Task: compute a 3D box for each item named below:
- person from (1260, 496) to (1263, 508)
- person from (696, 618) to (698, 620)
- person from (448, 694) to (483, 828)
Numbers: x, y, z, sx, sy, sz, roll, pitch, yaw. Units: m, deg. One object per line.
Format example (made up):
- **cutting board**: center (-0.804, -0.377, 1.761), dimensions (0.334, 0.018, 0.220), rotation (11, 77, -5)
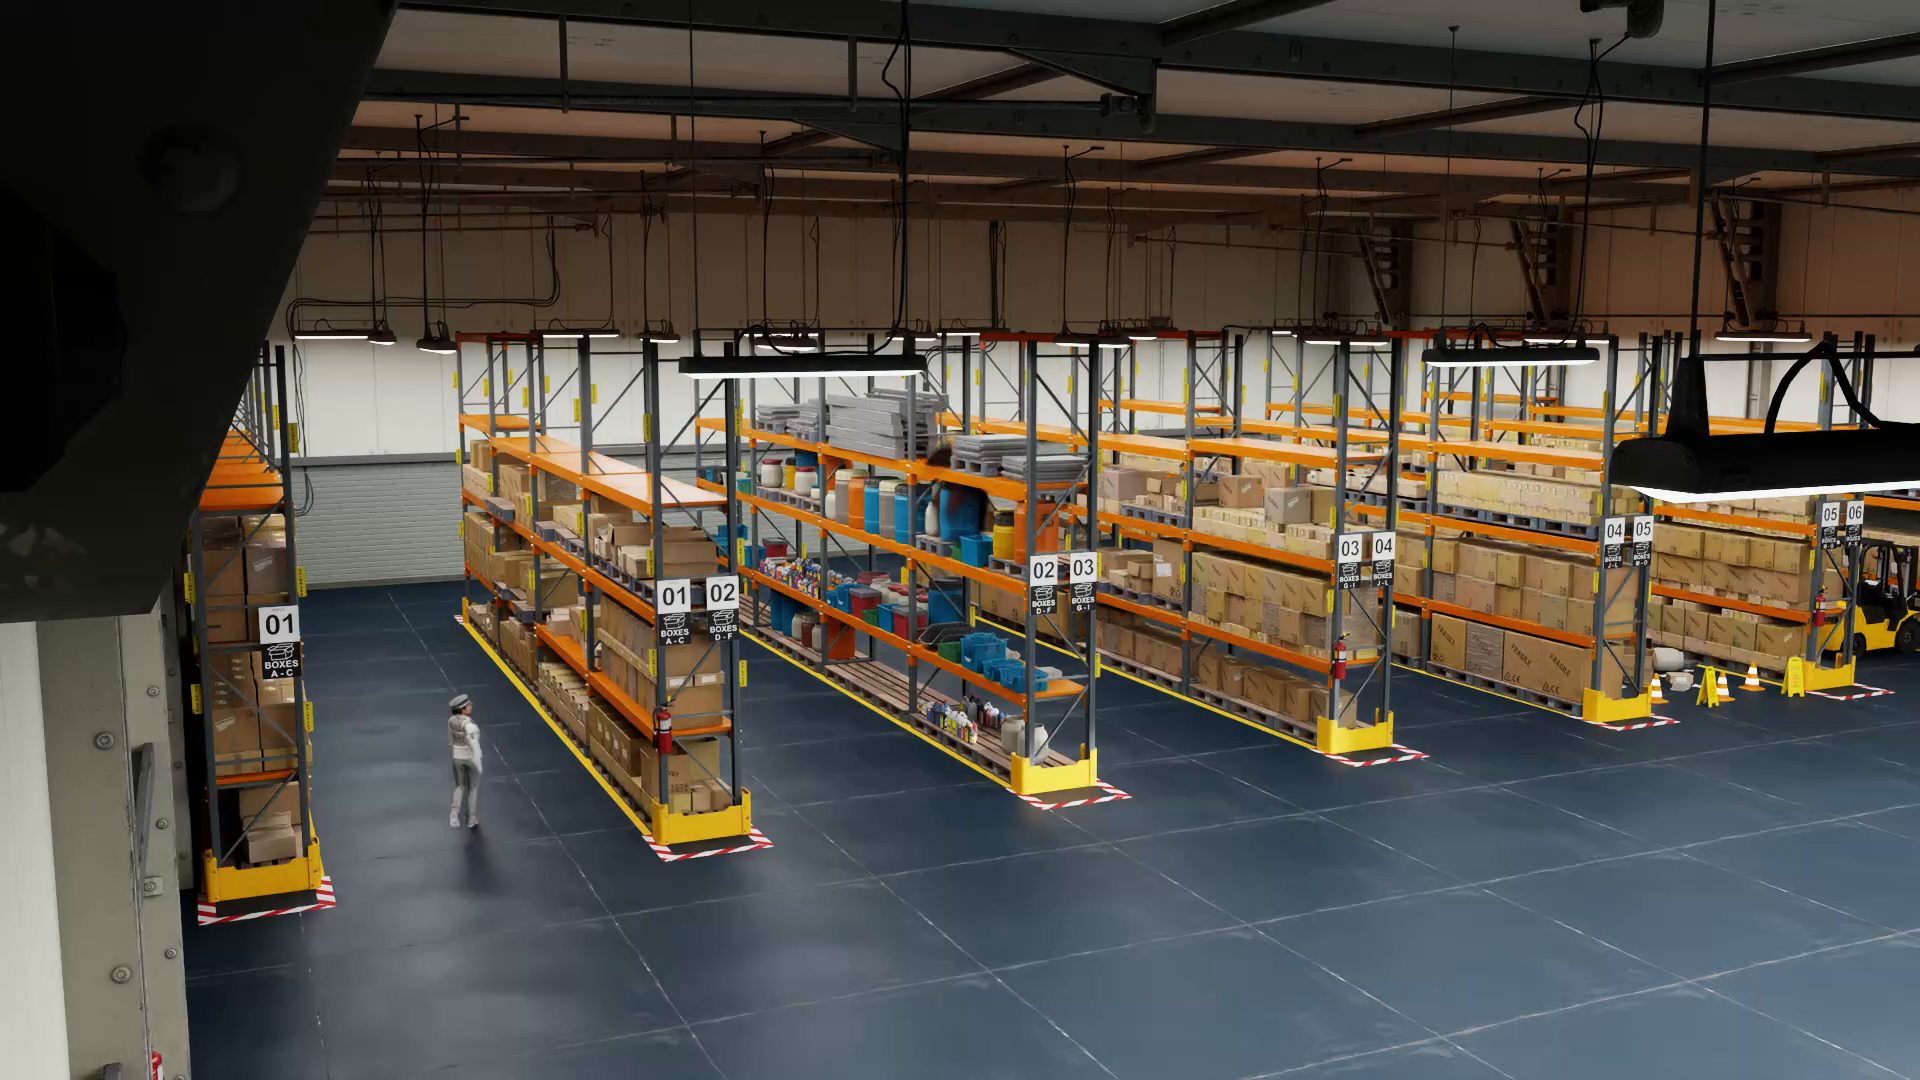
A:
- **person**: center (8.107, -0.522, 44.298), dimensions (0.806, 1.755, 0.615), rotation (-4, 9, -26)
- **person**: center (-5.291, 0.929, 33.739), dimensions (0.614, 1.716, 0.974), rotation (0, 8, -1)
- **person**: center (-6.125, 2.729, 20.506), dimensions (0.472, 1.685, 0.514), rotation (1, 8, 7)
